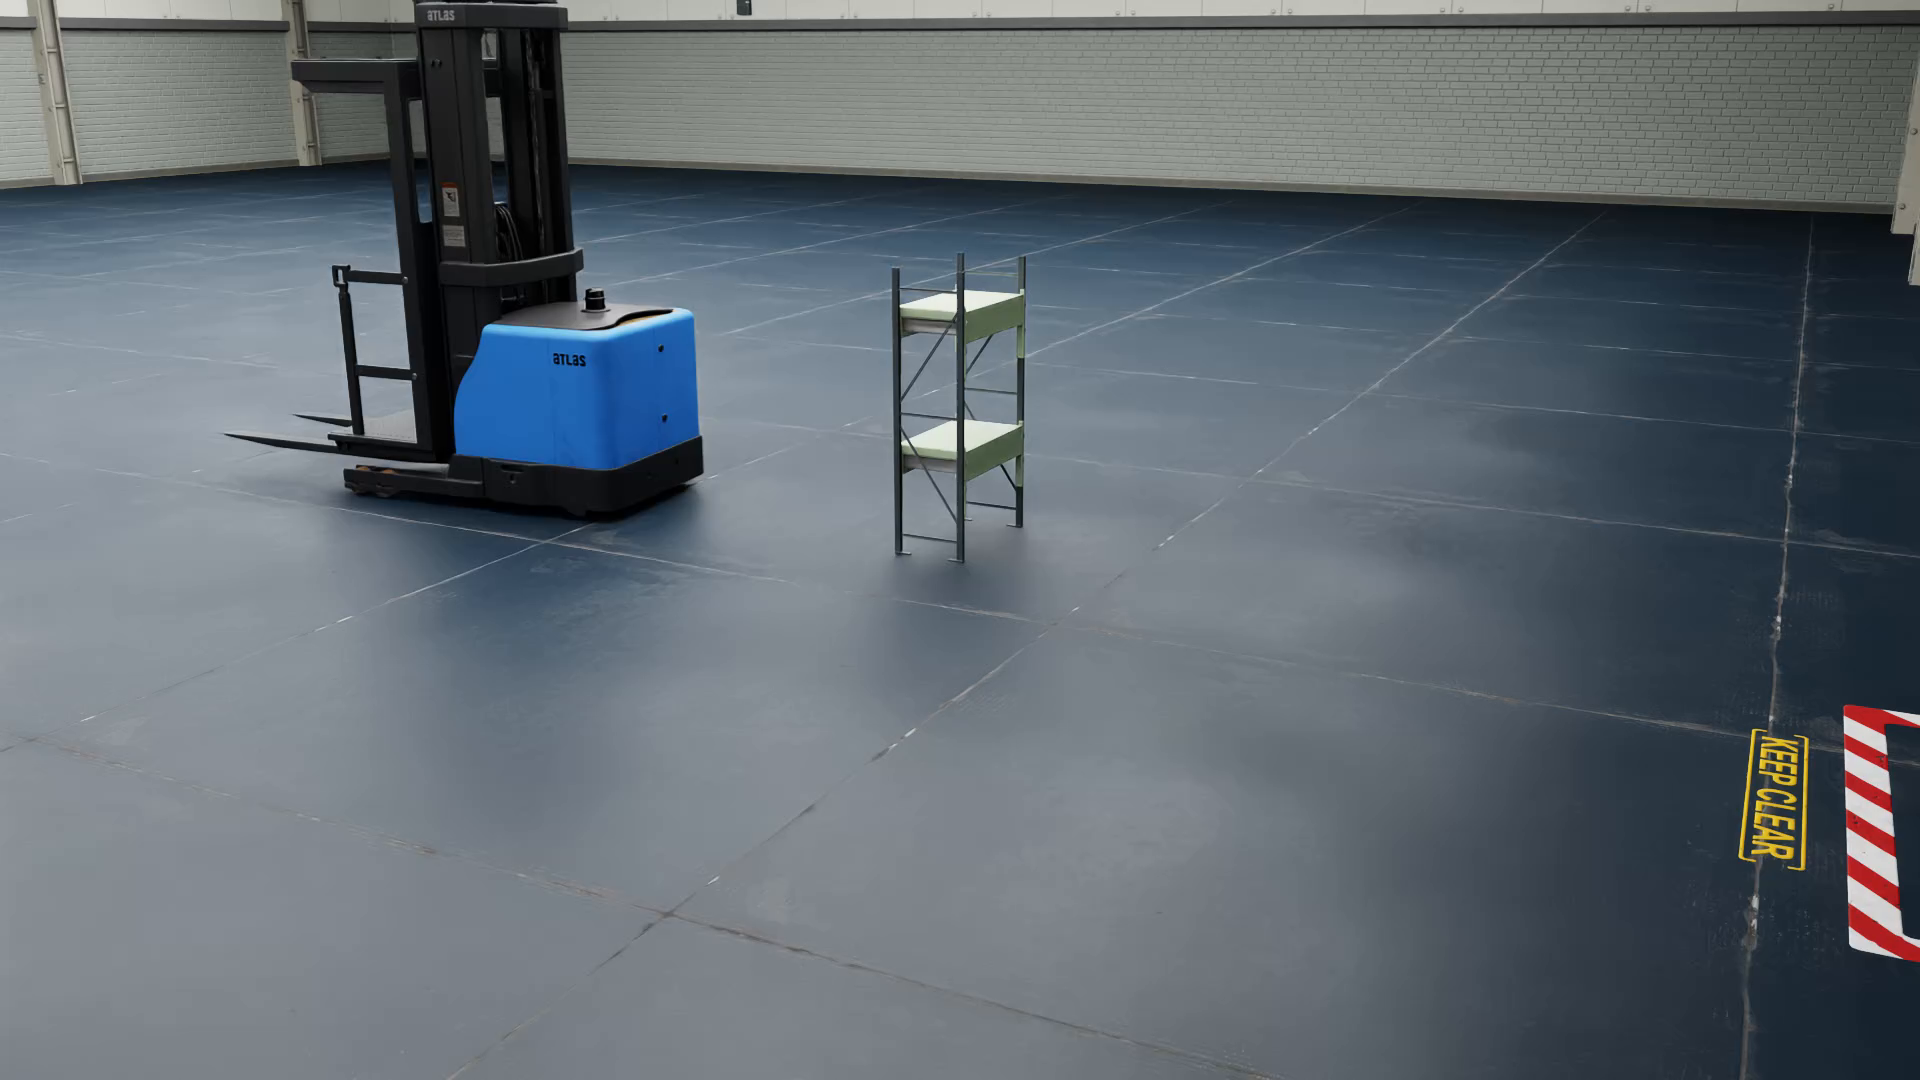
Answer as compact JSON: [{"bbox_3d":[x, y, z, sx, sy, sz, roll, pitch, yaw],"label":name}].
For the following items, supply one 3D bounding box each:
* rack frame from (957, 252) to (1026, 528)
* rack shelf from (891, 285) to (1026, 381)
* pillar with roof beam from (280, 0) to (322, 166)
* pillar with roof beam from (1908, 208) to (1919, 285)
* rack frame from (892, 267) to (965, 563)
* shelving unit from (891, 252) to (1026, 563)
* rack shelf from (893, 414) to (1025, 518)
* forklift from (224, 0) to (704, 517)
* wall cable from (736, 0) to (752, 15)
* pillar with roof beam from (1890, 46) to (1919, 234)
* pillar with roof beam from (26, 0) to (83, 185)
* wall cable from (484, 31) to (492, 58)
[{"bbox_3d":[0.167,-0.814,9.130,0.400,1.500,0.023,8,18,25],"label":"rack frame"},{"bbox_3d":[0.003,-1.095,8.705,0.431,0.370,0.720,8,18,25],"label":"rack shelf"},{"bbox_3d":[-10.763,-12.197,34.286,9.100,9.000,0.400,8,18,25],"label":"pillar with roof beam"},{"bbox_3d":[7.033,-7.757,19.336,9.100,9.000,0.400,8,18,25],"label":"pillar with roof beam"},{"bbox_3d":[-0.161,-0.627,8.503,0.400,1.500,0.023,8,18,25],"label":"rack frame"},{"bbox_3d":[0.003,-0.721,8.817,0.431,1.500,0.755,8,18,25],"label":"shelving unit"},{"bbox_3d":[0.003,-0.408,8.909,0.431,0.370,0.720,8,18,25],"label":"rack shelf"},{"bbox_3d":[-3.131,-1.787,9.891,3.031,2.935,1.130,7,18,22],"label":"forklift"},{"bbox_3d":[-3.629,-13.746,33.526,2.305,6.003,0.169,8,18,25],"label":"wall cable"},{"bbox_3d":[9.714,-9.285,24.481,9.100,9.000,0.400,8,18,25],"label":"pillar with roof beam"},{"bbox_3d":[-13.444,-10.669,29.140,9.100,9.000,0.400,8,18,25],"label":"pillar with roof beam"},{"bbox_3d":[-12.115,-11.839,38.532,3.097,2.526,0.112,8,18,25],"label":"wall cable"}]
